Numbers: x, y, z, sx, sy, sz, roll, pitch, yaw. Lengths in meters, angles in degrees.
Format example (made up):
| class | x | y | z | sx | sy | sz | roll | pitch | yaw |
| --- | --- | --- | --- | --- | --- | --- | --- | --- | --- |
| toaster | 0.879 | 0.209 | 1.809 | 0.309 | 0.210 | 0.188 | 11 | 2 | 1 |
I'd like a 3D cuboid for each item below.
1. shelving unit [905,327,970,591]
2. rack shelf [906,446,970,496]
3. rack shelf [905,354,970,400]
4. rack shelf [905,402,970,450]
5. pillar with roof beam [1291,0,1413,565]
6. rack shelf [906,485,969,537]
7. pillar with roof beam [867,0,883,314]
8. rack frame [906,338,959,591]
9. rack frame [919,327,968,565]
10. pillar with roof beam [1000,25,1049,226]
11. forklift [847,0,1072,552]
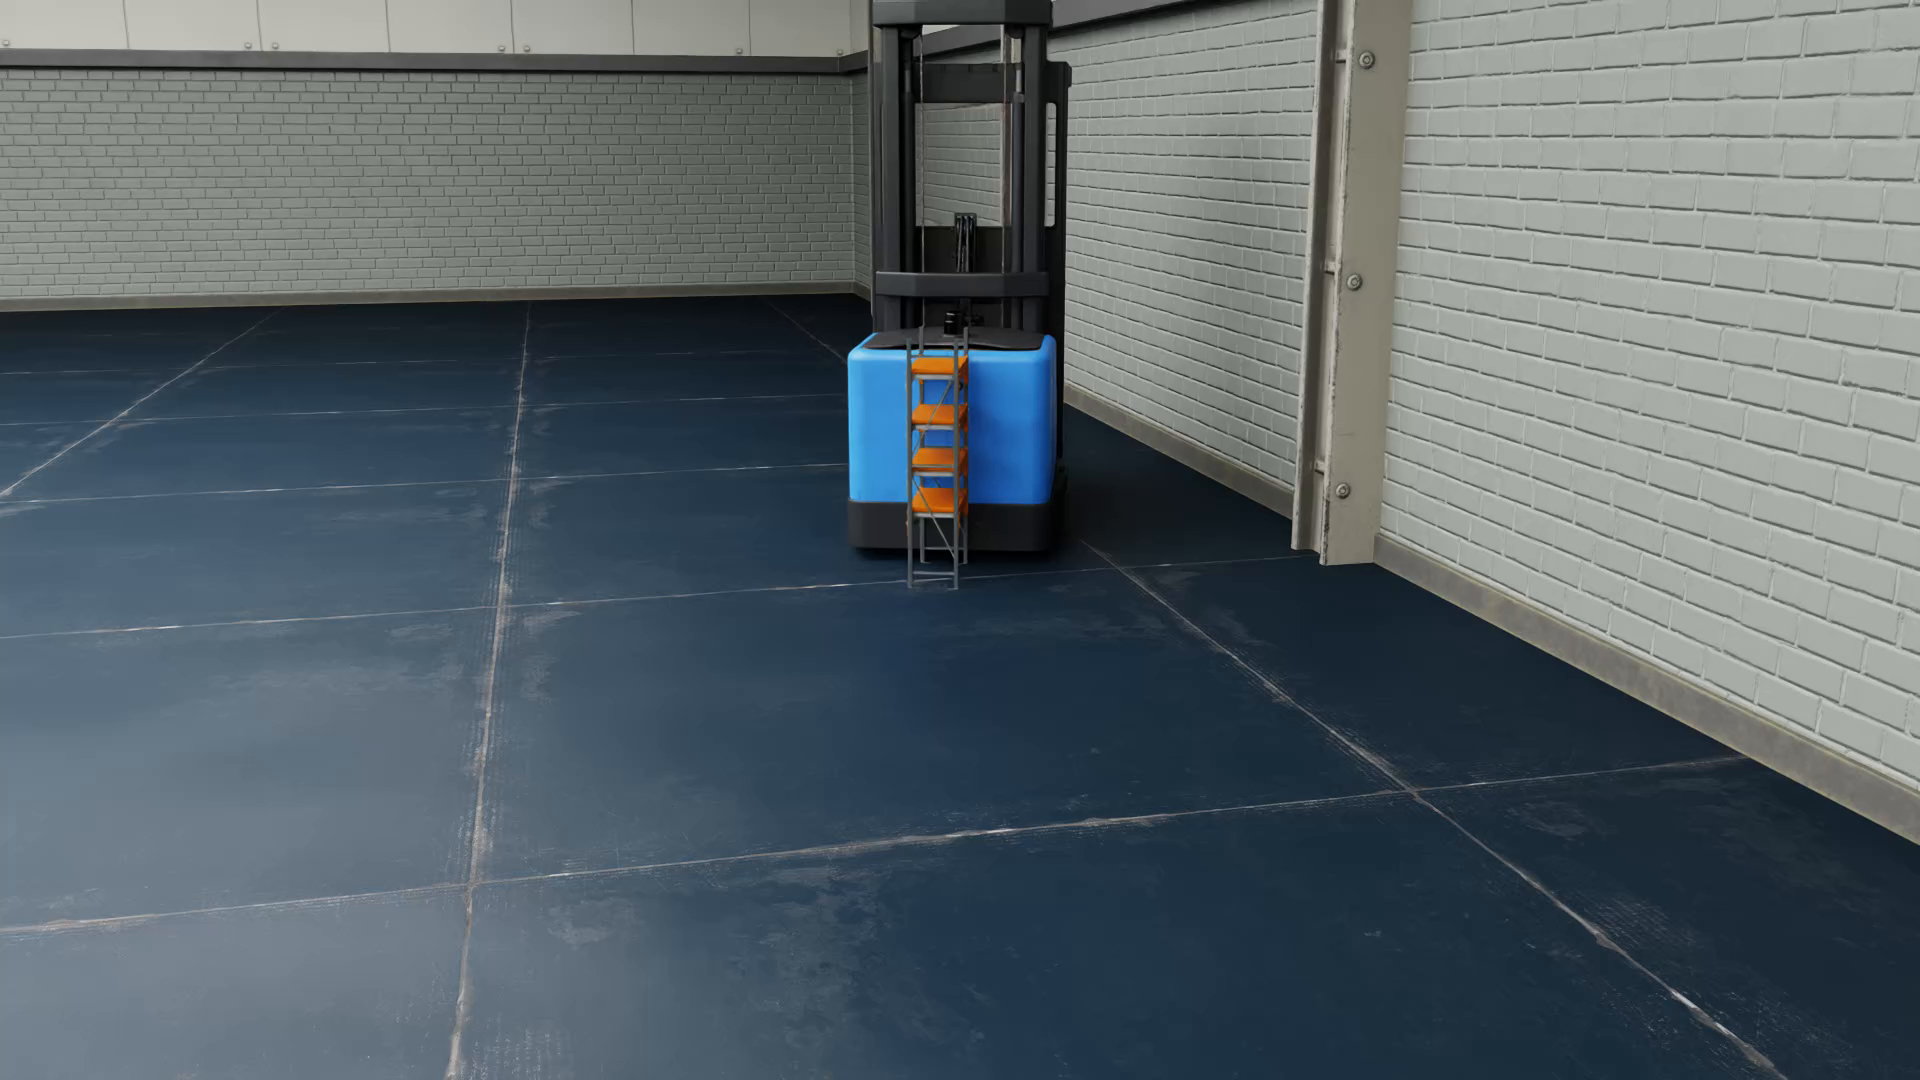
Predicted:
| class | x | y | z | sx | sy | sz | roll | pitch | yaw |
| --- | --- | --- | --- | --- | --- | --- | --- | --- | --- |
| shelving unit | -0.104 | -0.402 | 8.044 | 0.258 | 1.200 | 0.503 | 1 | 14 | 5 |
| rack shelf | -0.104 | -0.337 | 8.060 | 0.258 | 0.148 | 0.480 | 1 | 14 | 5 |
| rack shelf | -0.104 | -0.784 | 7.951 | 0.258 | 0.148 | 0.480 | 1 | 14 | 5 |
| rack shelf | -0.104 | -0.554 | 8.007 | 0.258 | 0.148 | 0.480 | 1 | 14 | 5 |
| pillar with roof beam | -2.243 | -4.057 | 6.572 | 9.100 | 9.000 | 0.400 | -3 | 14 | -13 |
| rack shelf | -0.104 | -0.144 | 8.107 | 0.258 | 0.148 | 0.480 | 1 | 14 | 5 |
| pillar with roof beam | -5.062 | -6.825 | 17.904 | 9.100 | 9.000 | 0.400 | -3 | 14 | -13 |
| rack frame | -0.127 | -0.344 | 7.808 | 0.240 | 1.200 | 0.015 | 1 | 14 | 5 |
| rack frame | -0.081 | -0.460 | 8.280 | 0.240 | 1.200 | 0.015 | 1 | 14 | 5 |
| pillar with roof beam | -3.653 | -5.441 | 12.238 | 9.100 | 9.000 | 0.400 | -3 | 14 | -13 |
| forklift | 0.071 | -1.662 | 9.554 | 1.130 | 2.935 | 3.031 | 1 | 14 | 5 |
